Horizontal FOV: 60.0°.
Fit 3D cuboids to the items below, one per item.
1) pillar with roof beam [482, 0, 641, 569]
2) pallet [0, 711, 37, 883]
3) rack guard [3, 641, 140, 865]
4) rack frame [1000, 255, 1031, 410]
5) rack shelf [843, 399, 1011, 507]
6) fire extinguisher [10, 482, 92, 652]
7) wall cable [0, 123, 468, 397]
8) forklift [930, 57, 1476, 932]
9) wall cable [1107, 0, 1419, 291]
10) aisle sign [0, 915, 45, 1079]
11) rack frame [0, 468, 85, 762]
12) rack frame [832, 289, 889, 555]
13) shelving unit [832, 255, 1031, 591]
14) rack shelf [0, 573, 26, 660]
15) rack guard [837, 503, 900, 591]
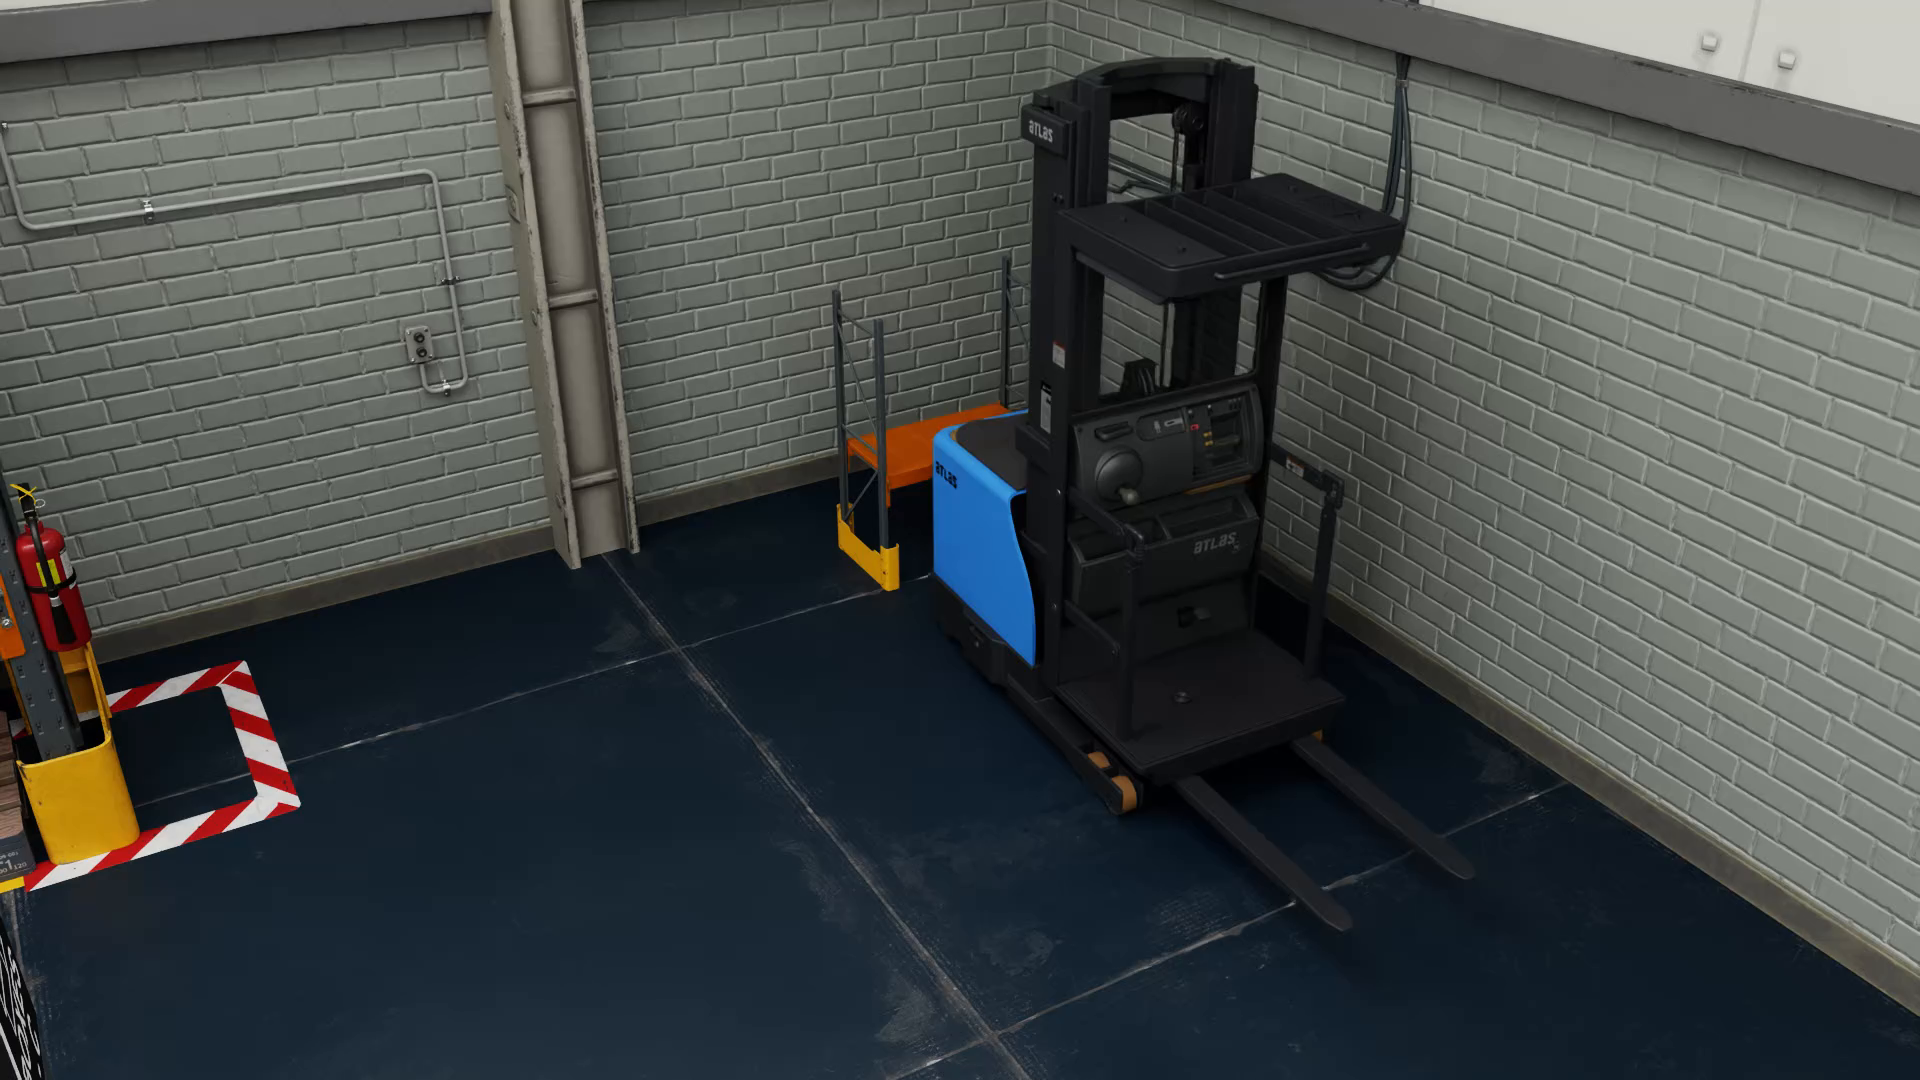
[{"bbox_3d":[0.181,-2.100,3.742,0.400,9.000,9.100,-16,33,-26],"label":"pillar with roof beam"},{"bbox_3d":[-4.539,1.204,6.851,1.213,0.211,1.003,-16,33,-26],"label":"pallet"},{"bbox_3d":[-3.869,0.843,7.205,0.348,0.500,1.175,-16,33,-26],"label":"rack guard"},{"bbox_3d":[0.365,-0.760,9.075,0.032,1.500,0.500,-16,33,-26],"label":"rack frame"},{"bbox_3d":[-0.074,-0.478,8.937,1.000,0.185,0.538,-16,33,-26],"label":"rack shelf"},{"bbox_3d":[-3.526,0.107,6.418,0.183,0.674,0.296,-16,33,-26],"label":"fire extinguisher"},{"bbox_3d":[-3.265,-1.398,7.627,1.851,1.984,0.084,-16,33,-26],"label":"wall cable"},{"bbox_3d":[0.993,-0.359,6.867,1.130,2.935,3.031,-15,32,-24],"label":"forklift"},{"bbox_3d":[1.168,-2.748,8.130,0.112,2.526,3.097,-16,33,-26],"label":"wall cable"},{"bbox_3d":[-1.467,0.540,2.477,0.004,0.787,0.394,-16,33,-26],"label":"aisle sign"},{"bbox_3d":[-3.890,-0.246,6.591,0.127,3.000,1.000,-16,33,-26],"label":"rack frame"},{"bbox_3d":[-0.512,-0.511,8.624,0.032,1.500,0.500,-16,33,-26],"label":"rack frame"},{"bbox_3d":[-0.066,-0.638,8.854,1.083,1.500,0.587,-16,33,-26],"label":"shelving unit"},{"bbox_3d":[-5.614,0.559,5.877,4.000,0.370,1.077,-16,33,-26],"label":"rack shelf"},{"bbox_3d":[-0.495,0.031,8.935,0.087,0.250,0.587,-16,33,-26],"label":"rack guard"}]
